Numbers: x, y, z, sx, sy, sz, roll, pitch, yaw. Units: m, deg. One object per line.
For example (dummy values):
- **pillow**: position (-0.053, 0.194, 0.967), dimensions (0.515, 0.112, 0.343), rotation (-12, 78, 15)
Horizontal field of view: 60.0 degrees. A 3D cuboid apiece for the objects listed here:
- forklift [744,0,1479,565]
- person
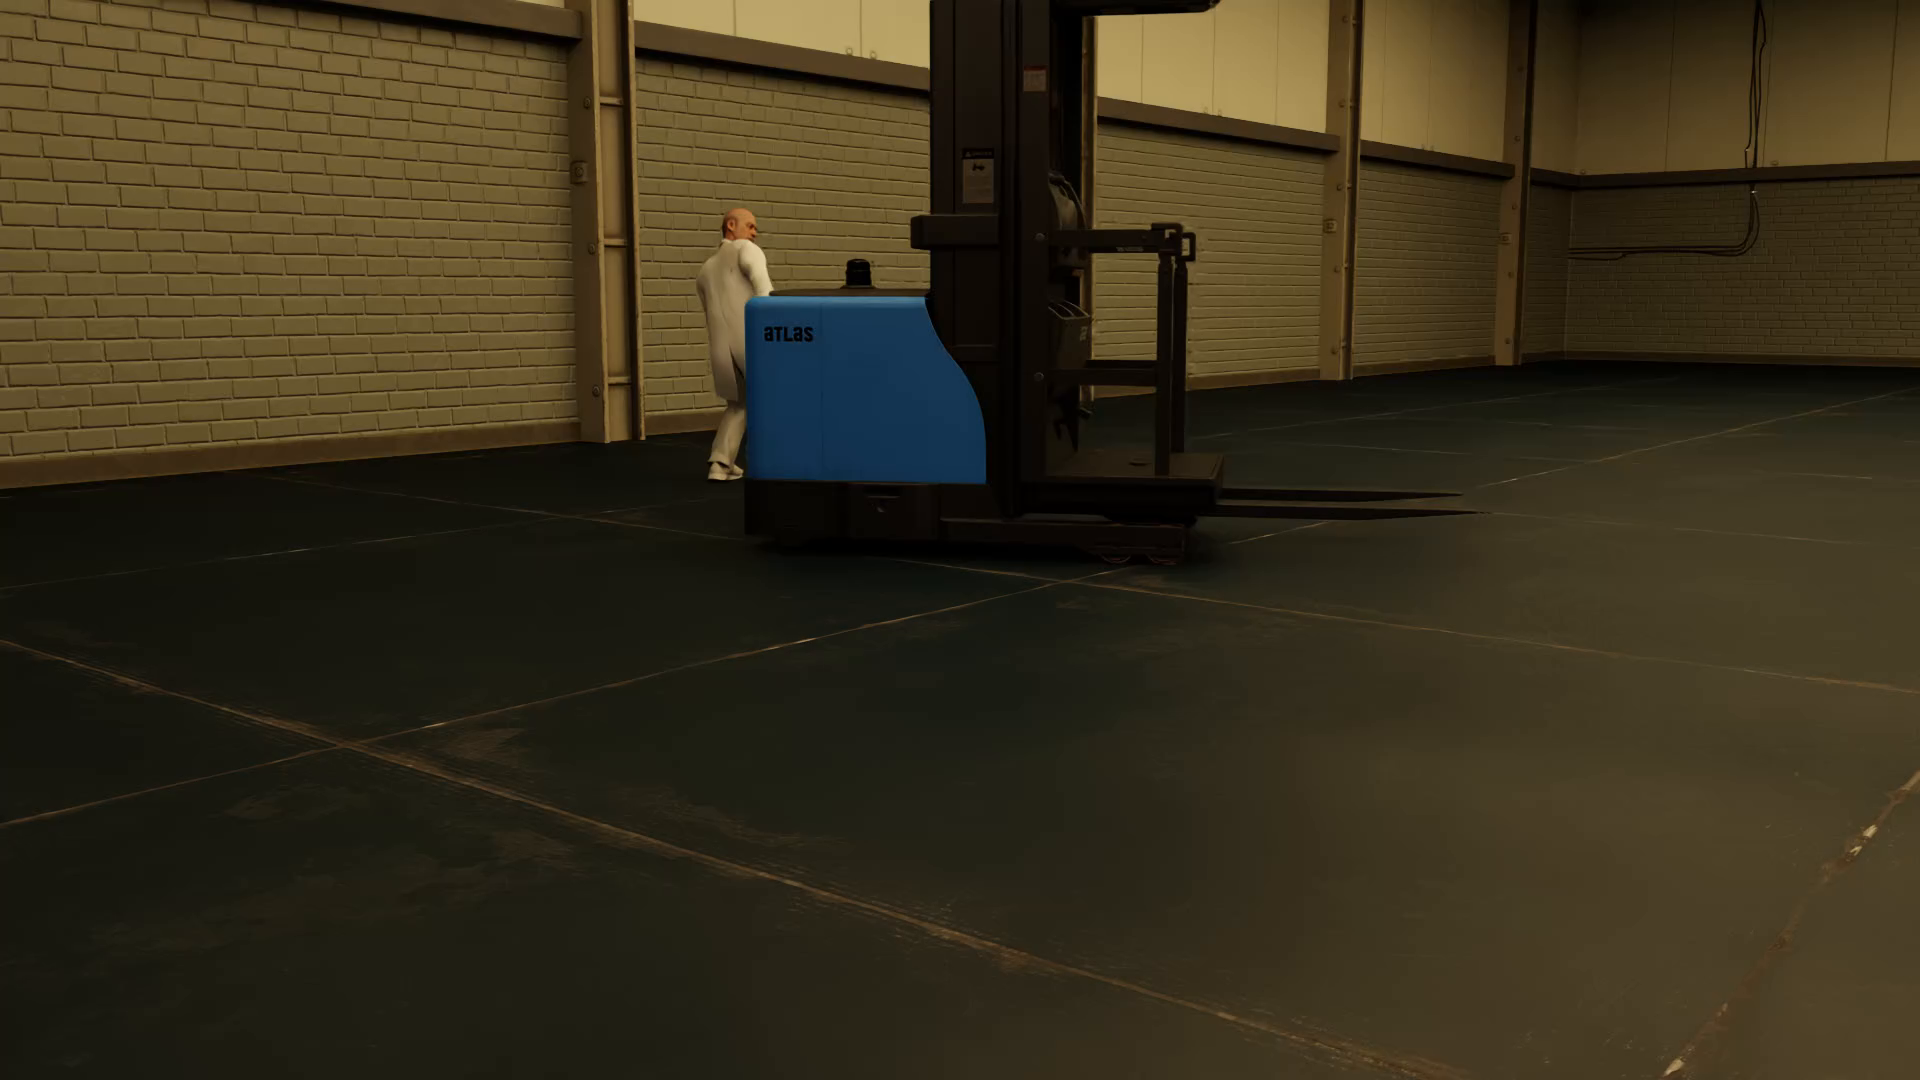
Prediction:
- **forklift**: position (0.648, -1.432, 7.068), dimensions (3.031, 2.935, 1.130), rotation (2, 8, 11)
- **person**: position (-1.181, -1.157, 9.882), dimensions (0.804, 1.604, 0.828), rotation (4, 9, 25)
